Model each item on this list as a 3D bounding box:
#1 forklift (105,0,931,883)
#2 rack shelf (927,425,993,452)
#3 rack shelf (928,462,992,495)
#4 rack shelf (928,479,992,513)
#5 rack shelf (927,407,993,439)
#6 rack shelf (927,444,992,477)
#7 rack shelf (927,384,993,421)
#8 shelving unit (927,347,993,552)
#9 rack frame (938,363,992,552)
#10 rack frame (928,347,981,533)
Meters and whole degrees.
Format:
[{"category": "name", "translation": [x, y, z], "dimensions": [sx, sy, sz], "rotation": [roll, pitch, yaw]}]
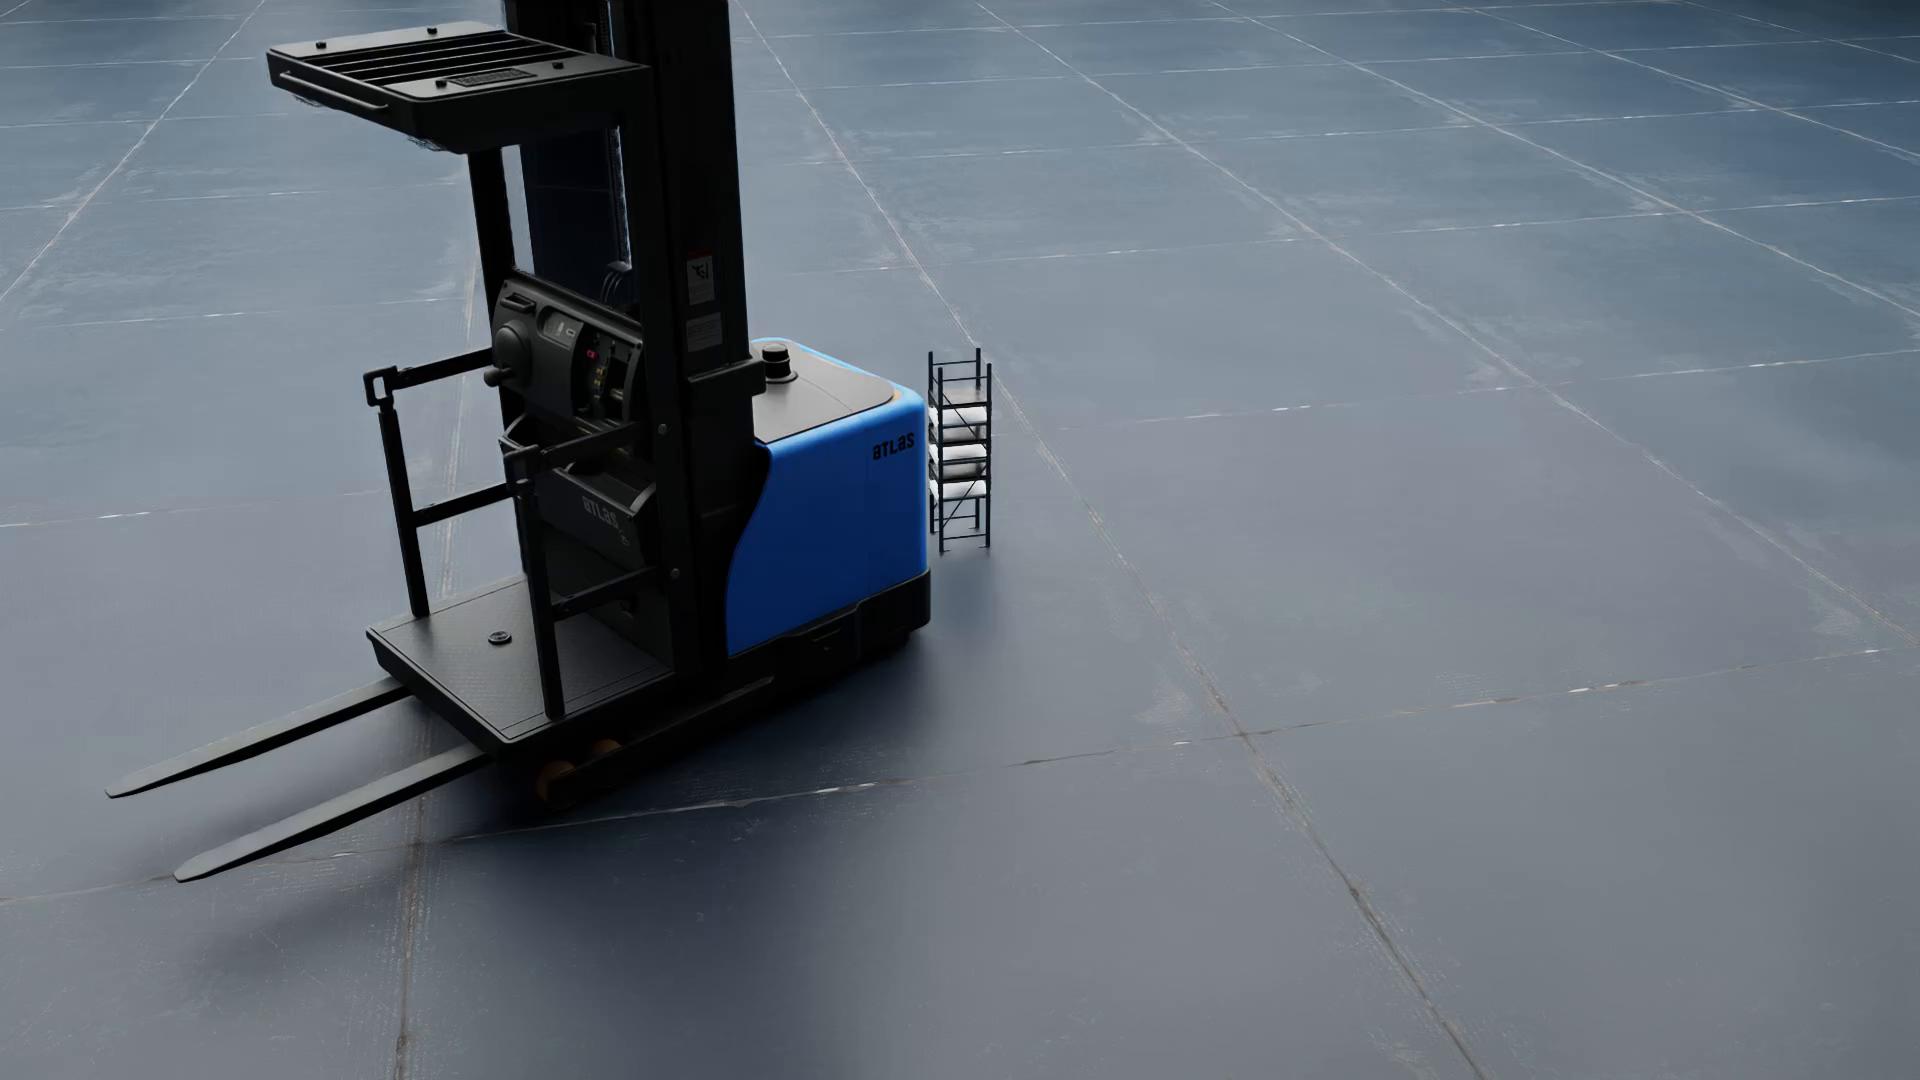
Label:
[{"category": "forklift", "translation": [-1.542, -0.624, 5.734], "dimensions": [3.031, 2.935, 1.130], "rotation": [-23, 35, -38]}, {"category": "rack shelf", "translation": [-0.002, -0.456, 7.529], "dimensions": [0.258, 0.077, 0.200], "rotation": [-6, 27, -12]}, {"category": "rack shelf", "translation": [-0.002, -0.295, 7.610], "dimensions": [0.258, 0.077, 0.200], "rotation": [-6, 27, -12]}, {"category": "rack shelf", "translation": [-0.002, -0.215, 7.650], "dimensions": [0.258, 0.077, 0.200], "rotation": [-6, 27, -12]}, {"category": "rack shelf", "translation": [-0.002, -0.536, 7.488], "dimensions": [0.258, 0.077, 0.200], "rotation": [-6, 27, -12]}, {"category": "rack shelf", "translation": [-0.002, -0.376, 7.569], "dimensions": [0.258, 0.077, 0.200], "rotation": [-6, 27, -12]}, {"category": "rack shelf", "translation": [-0.002, -0.617, 7.448], "dimensions": [0.258, 0.077, 0.200], "rotation": [-6, 27, -12]}, {"category": "shelving unit", "translation": [-0.002, -0.405, 7.554], "dimensions": [0.258, 0.900, 0.210], "rotation": [-6, 27, -12]}, {"category": "rack frame", "translation": [0.021, -0.361, 7.466], "dimensions": [0.240, 0.900, 0.006], "rotation": [-6, 27, -12]}, {"category": "rack frame", "translation": [-0.025, -0.450, 7.643], "dimensions": [0.240, 0.900, 0.006], "rotation": [-6, 27, -12]}]
